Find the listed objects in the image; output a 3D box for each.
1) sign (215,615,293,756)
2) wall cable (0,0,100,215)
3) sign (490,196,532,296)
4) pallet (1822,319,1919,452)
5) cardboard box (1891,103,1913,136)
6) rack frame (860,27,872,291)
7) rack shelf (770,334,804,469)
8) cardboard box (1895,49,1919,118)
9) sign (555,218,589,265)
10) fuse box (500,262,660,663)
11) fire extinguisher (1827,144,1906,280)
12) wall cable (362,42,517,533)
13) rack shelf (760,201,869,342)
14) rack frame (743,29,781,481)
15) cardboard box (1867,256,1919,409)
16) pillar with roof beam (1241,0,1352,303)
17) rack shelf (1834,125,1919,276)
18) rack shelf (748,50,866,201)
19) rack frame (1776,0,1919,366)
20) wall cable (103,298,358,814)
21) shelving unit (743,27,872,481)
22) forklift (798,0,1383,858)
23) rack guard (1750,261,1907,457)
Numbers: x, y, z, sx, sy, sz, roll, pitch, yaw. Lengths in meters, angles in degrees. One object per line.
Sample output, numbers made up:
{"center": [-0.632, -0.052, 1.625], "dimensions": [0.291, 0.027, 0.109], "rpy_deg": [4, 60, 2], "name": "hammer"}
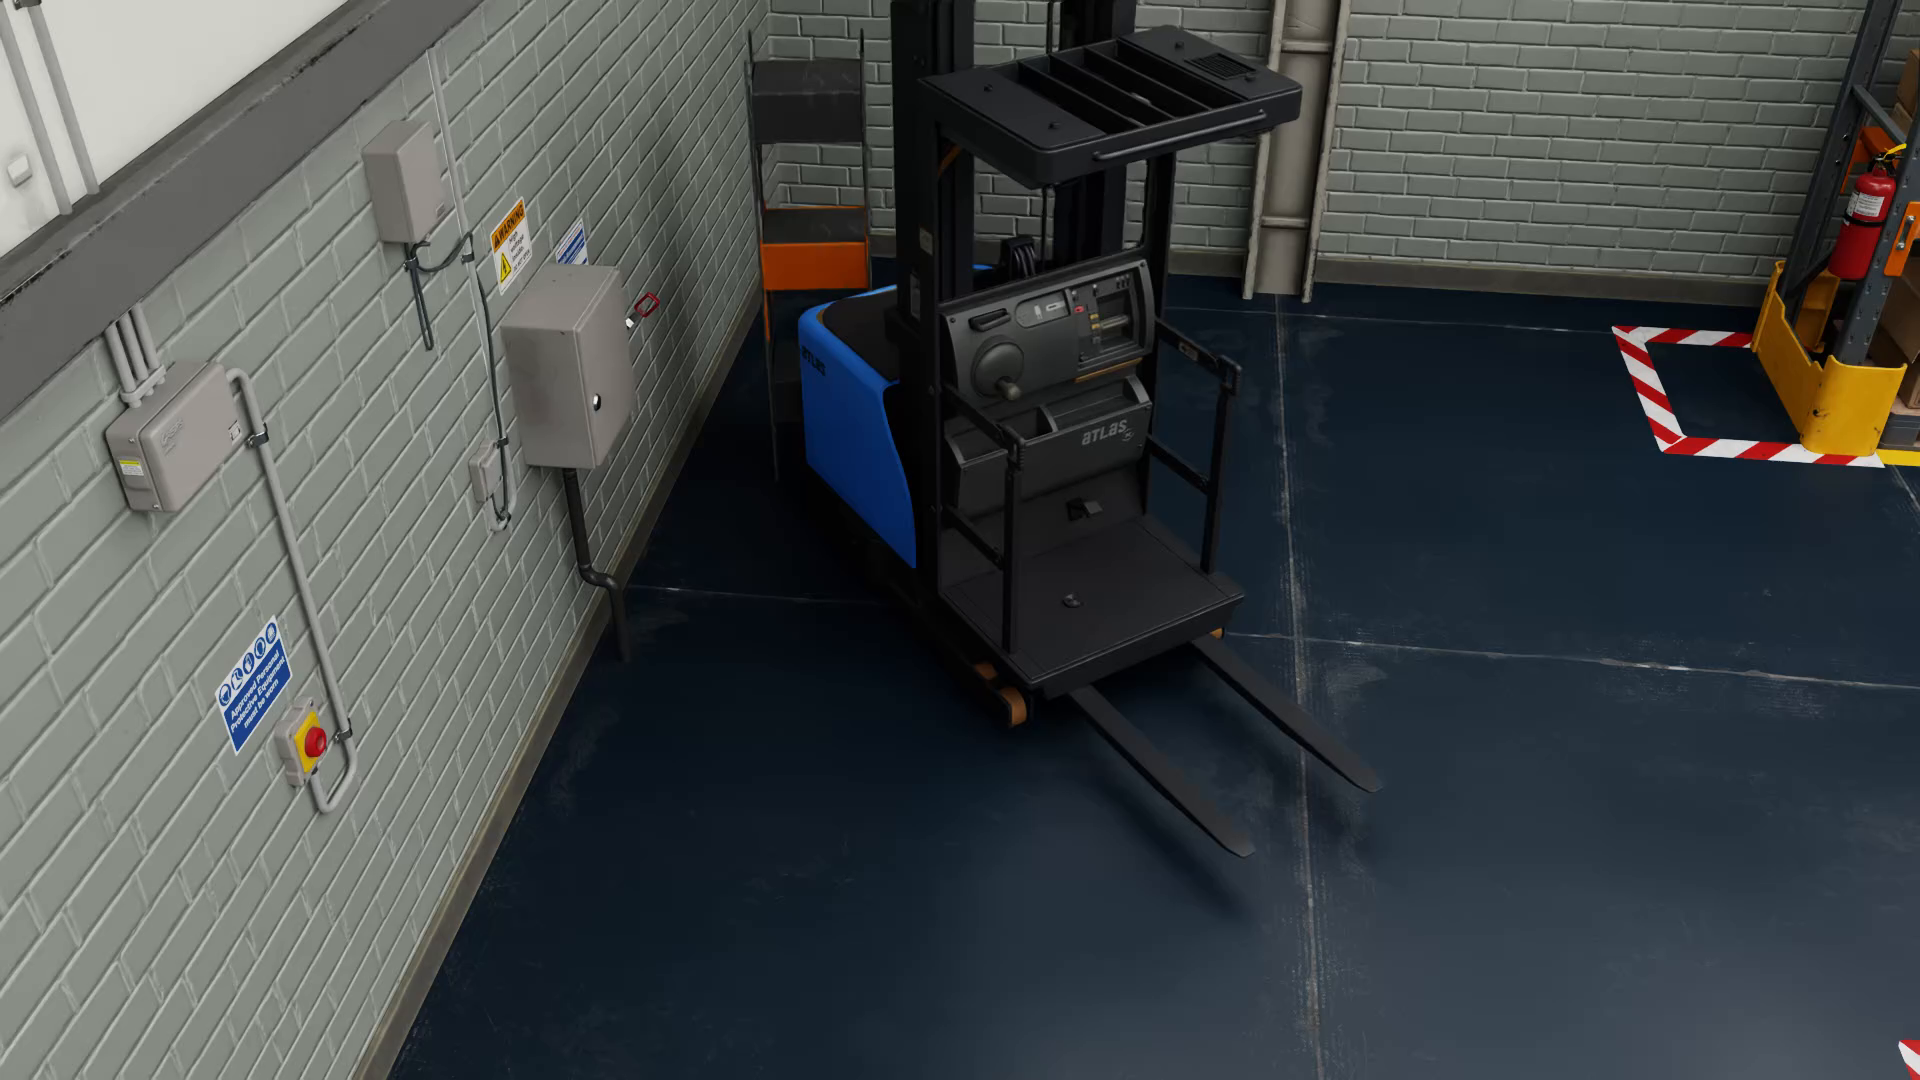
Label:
{"center": [-1.865, 0.381, 4.401], "dimensions": [0.001, 0.218, 0.327], "rpy_deg": [4, 36, 6], "name": "sign"}
{"center": [-1.880, -1.829, 2.566], "dimensions": [0.029, 3.000, 0.463], "rpy_deg": [4, 36, 6], "name": "wall cable"}
{"center": [-1.598, -1.051, 5.930], "dimensions": [0.001, 0.242, 0.339], "rpy_deg": [4, 36, 6], "name": "sign"}
{"center": [5.293, -0.789, 8.674], "dimensions": [1.213, 0.211, 1.003], "rpy_deg": [4, 36, 6], "name": "pallet"}
{"center": [4.789, -2.016, 8.209], "dimensions": [0.250, 0.149, 0.380], "rpy_deg": [4, 36, 5], "name": "cardboard box"}
{"center": [-0.420, -1.274, 7.727], "dimensions": [0.015, 2.100, 0.400], "rpy_deg": [-2, 36, -3], "name": "rack frame"}
{"center": [-0.663, -0.685, 8.131], "dimensions": [0.480, 0.518, 0.431], "rpy_deg": [-2, 36, -3], "name": "rack shelf"}
{"center": [4.916, -2.167, 8.078], "dimensions": [0.500, 0.250, 0.500], "rpy_deg": [5, 36, 7], "name": "cardboard box"}
{"center": [-1.528, -0.993, 6.641], "dimensions": [0.001, 0.494, 0.329], "rpy_deg": [4, 36, 6], "name": "sign"}
{"center": [-1.386, -0.207, 6.567], "dimensions": [0.414, 1.711, 0.539], "rpy_deg": [4, 36, 6], "name": "fuse box"}
{"center": [4.221, -1.550, 7.727], "dimensions": [0.183, 0.674, 0.296], "rpy_deg": [4, 36, 6], "name": "fire extinguisher"}
{"center": [-1.629, -0.763, 5.363], "dimensions": [0.122, 1.984, 0.588], "rpy_deg": [4, 36, 6], "name": "wall cable"}
{"center": [-0.663, -1.255, 7.724], "dimensions": [0.480, 0.518, 0.431], "rpy_deg": [-2, 36, -3], "name": "rack shelf"}
{"center": [-0.907, -1.258, 7.705], "dimensions": [0.015, 2.100, 0.400], "rpy_deg": [-2, 36, -3], "name": "rack frame"}
{"center": [5.021, -1.043, 8.417], "dimensions": [0.637, 0.503, 0.797], "rpy_deg": [3, 36, 4], "name": "cardboard box"}
{"center": [1.318, -2.669, 3.743], "dimensions": [0.400, 9.000, 9.100], "rpy_deg": [4, 36, 6], "name": "pillar with roof beam"}
{"center": [6.410, -1.548, 7.956], "dimensions": [4.000, 0.370, 1.077], "rpy_deg": [4, 36, 6], "name": "rack shelf"}
{"center": [-0.663, -1.825, 7.318], "dimensions": [0.480, 0.518, 0.431], "rpy_deg": [-2, 36, -3], "name": "rack shelf"}
{"center": [4.426, -1.988, 7.954], "dimensions": [0.127, 3.000, 1.000], "rpy_deg": [4, 36, 6], "name": "rack frame"}
{"center": [-1.798, 0.042, 4.208], "dimensions": [0.123, 1.953, 0.585], "rpy_deg": [4, 36, 6], "name": "wall cable"}
{"center": [-0.663, -1.266, 7.716], "dimensions": [0.503, 2.100, 0.431], "rpy_deg": [-2, 36, -3], "name": "shelving unit"}
{"center": [0.473, -0.750, 6.278], "dimensions": [1.130, 2.935, 3.031], "rpy_deg": [-20, 40, -25], "name": "forklift"}
{"center": [4.502, -0.965, 8.672], "dimensions": [0.348, 0.500, 1.175], "rpy_deg": [4, 36, 6], "name": "rack guard"}
